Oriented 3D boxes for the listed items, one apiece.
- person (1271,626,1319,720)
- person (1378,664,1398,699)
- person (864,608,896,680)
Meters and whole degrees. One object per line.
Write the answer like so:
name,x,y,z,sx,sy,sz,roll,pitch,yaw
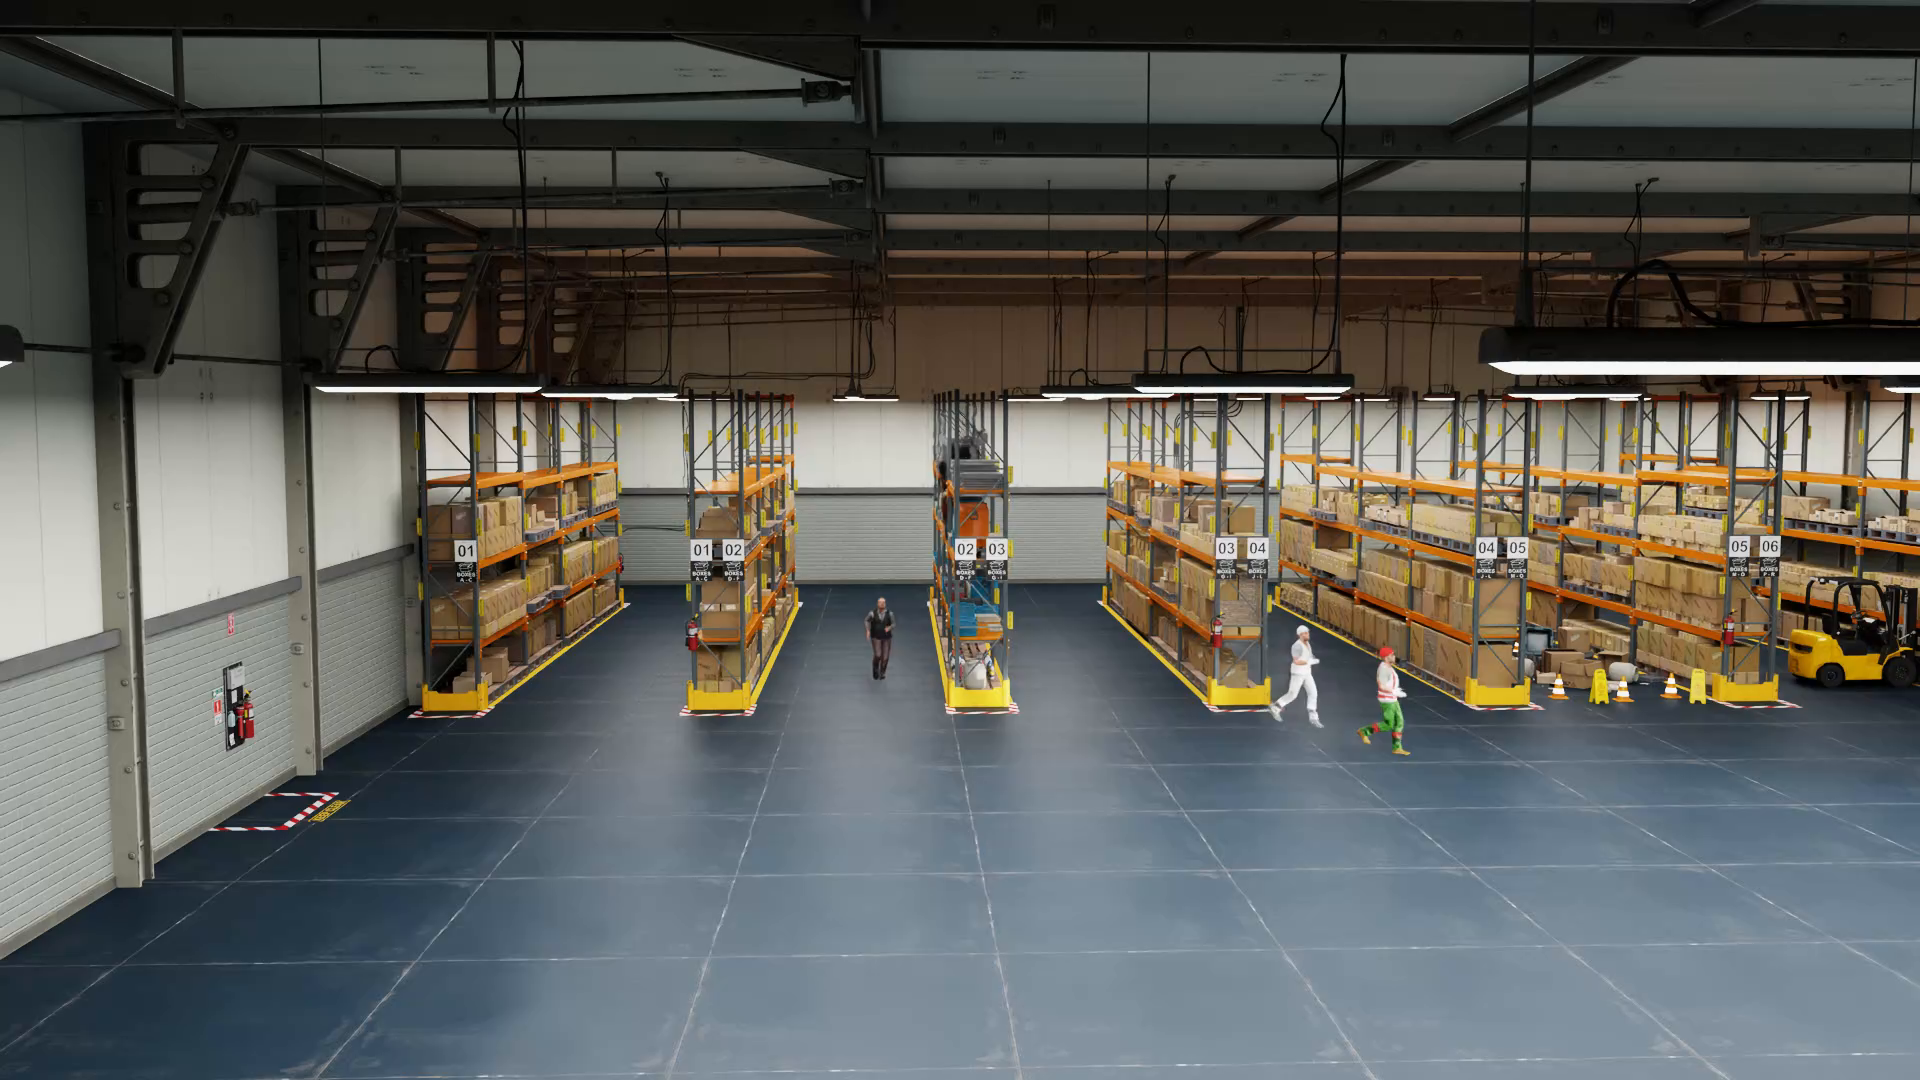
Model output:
person,5.987,2.352,29.595,0.830,1.696,0.417,4,6,38
person,6.987,2.289,27.155,0.326,0.554,0.410,2,5,22
person,-1.617,2.137,34.048,0.639,1.473,0.606,-1,5,-13
